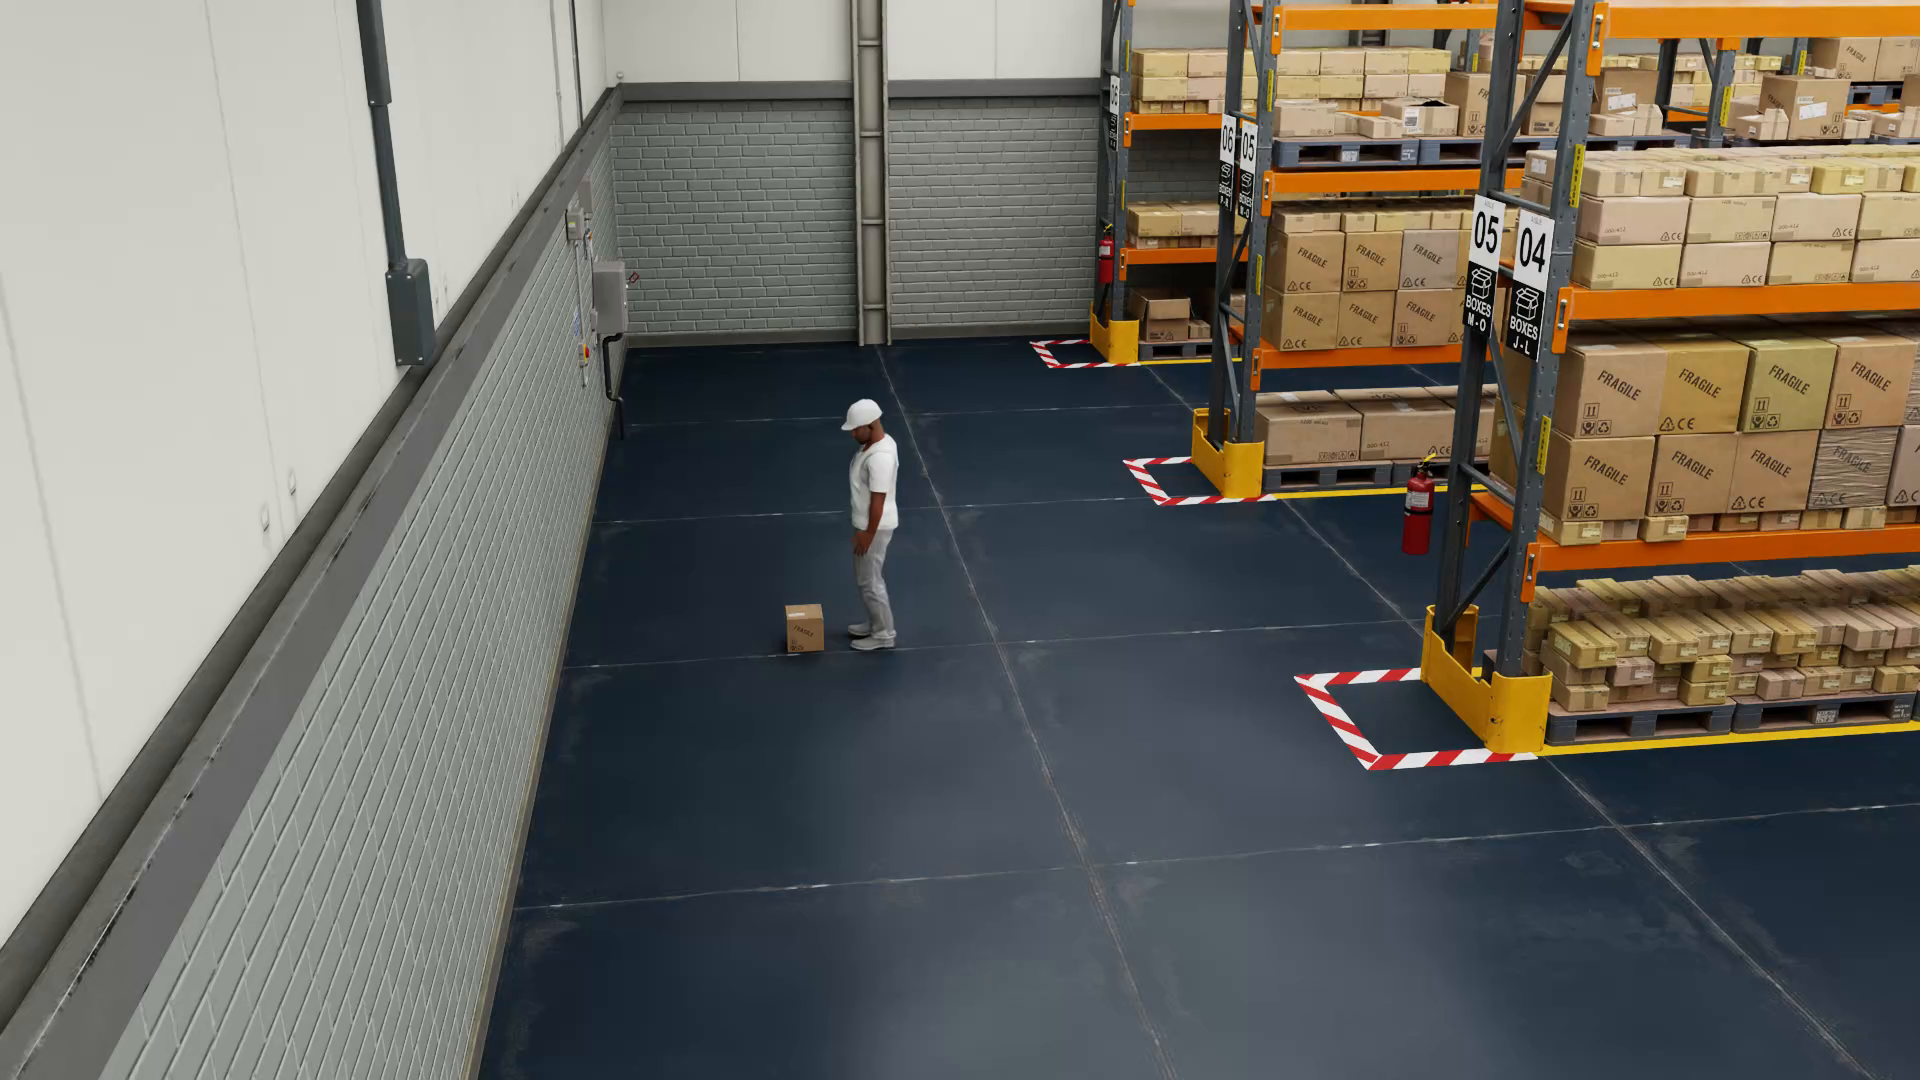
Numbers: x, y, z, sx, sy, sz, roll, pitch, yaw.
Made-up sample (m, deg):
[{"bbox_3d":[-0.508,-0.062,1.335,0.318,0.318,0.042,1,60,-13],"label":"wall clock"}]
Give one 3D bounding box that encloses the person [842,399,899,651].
[{"bbox_3d":[-0.602,-0.111,11.361,0.379,1.754,0.571,-2,20,-7],"label":"person"}]
